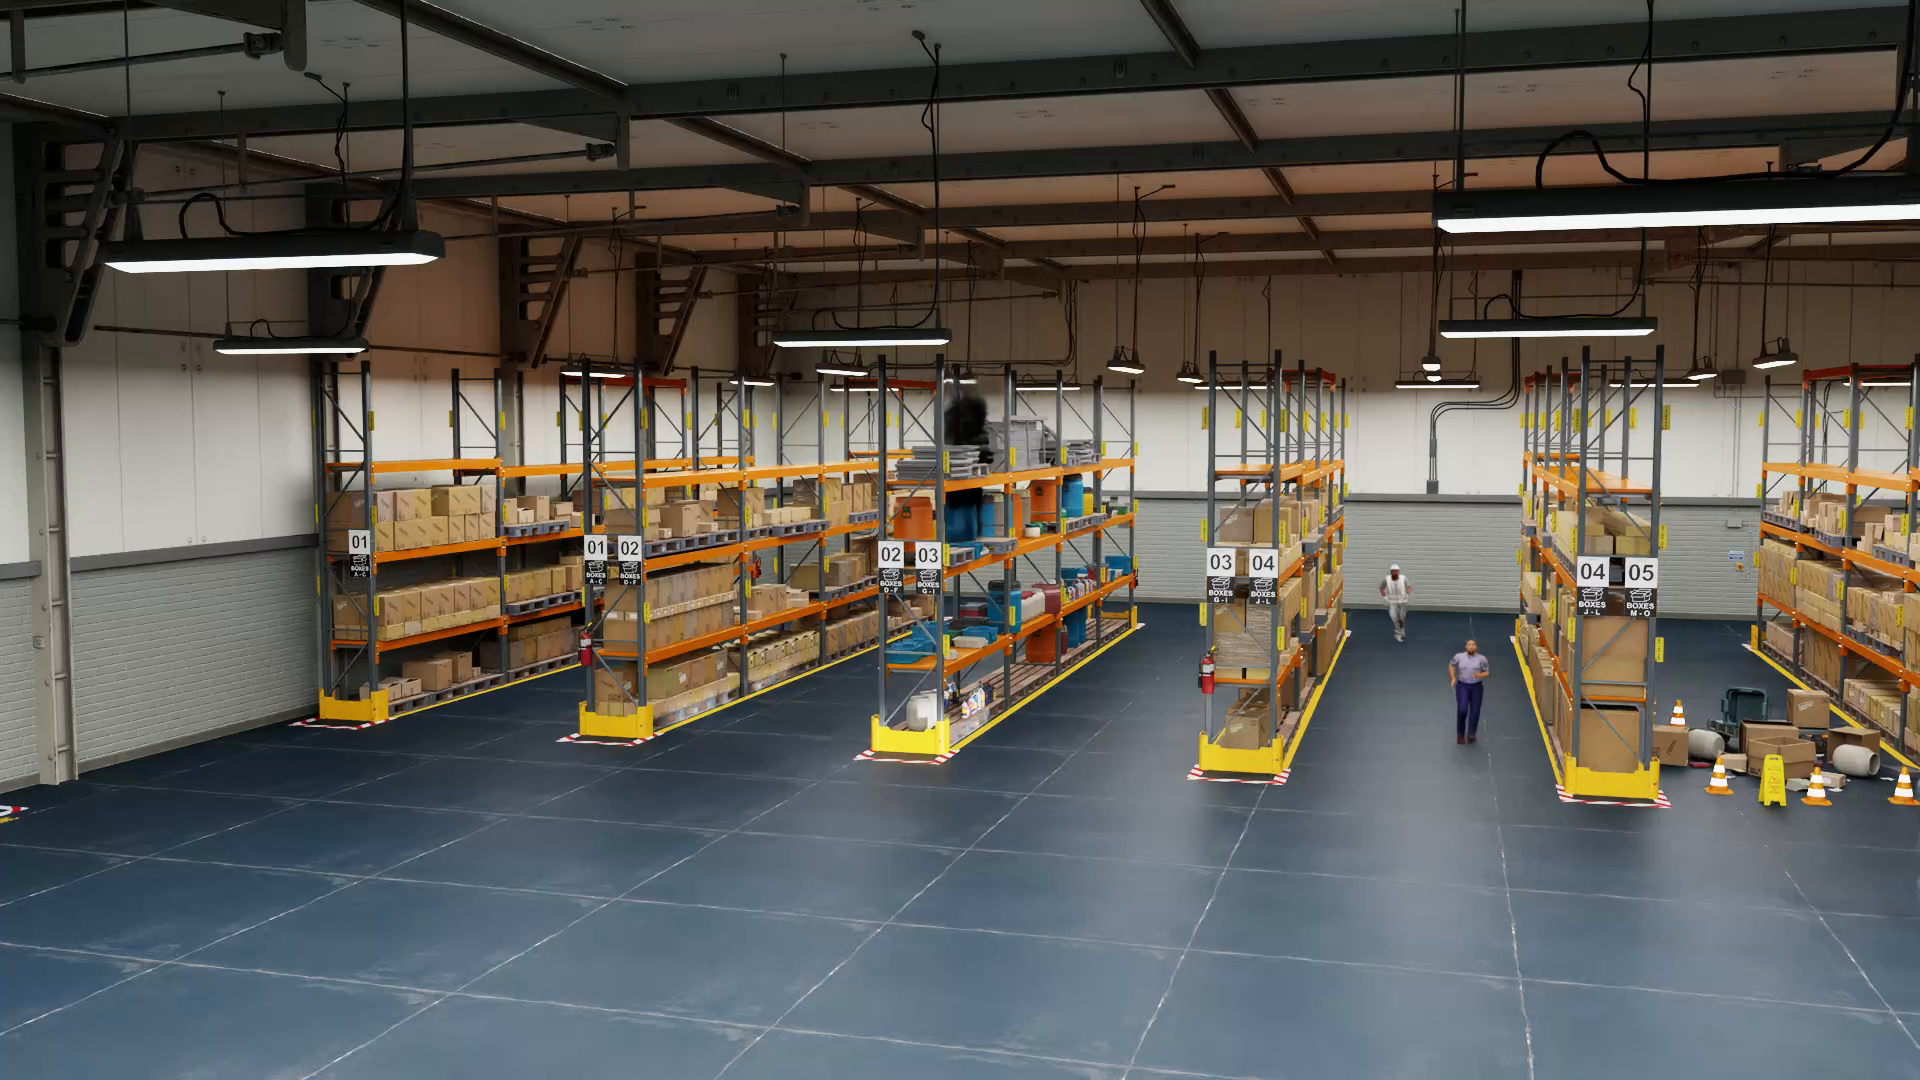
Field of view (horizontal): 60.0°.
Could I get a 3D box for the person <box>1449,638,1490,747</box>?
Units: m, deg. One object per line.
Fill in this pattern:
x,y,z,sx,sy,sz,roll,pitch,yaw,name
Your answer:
7.874,2.355,25.705,0.575,1.689,0.711,1,4,11,person

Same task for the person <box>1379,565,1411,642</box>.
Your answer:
9.938,1.423,37.990,0.700,1.755,0.788,1,4,16,person
